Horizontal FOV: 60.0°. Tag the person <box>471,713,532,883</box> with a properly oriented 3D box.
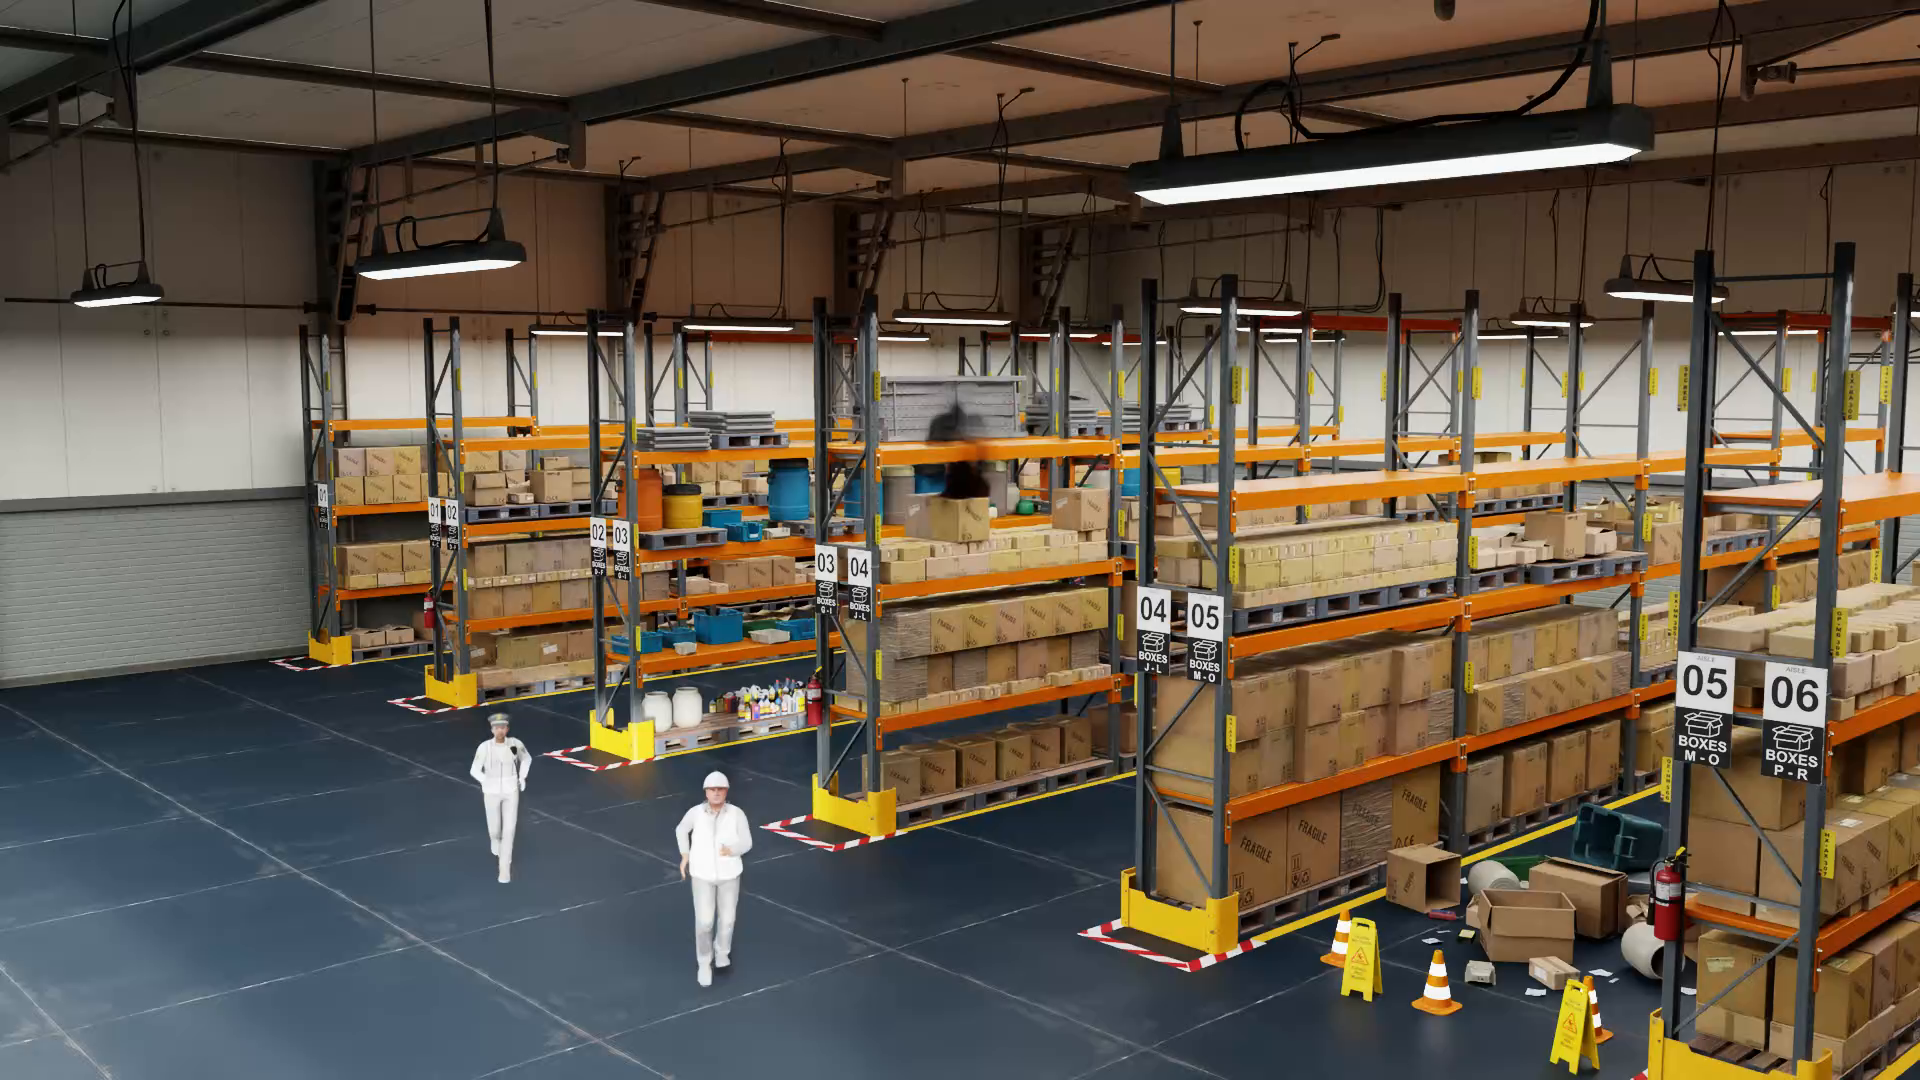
[{"bbox_3d":[-4.707,2.602,17.112,0.616,1.676,0.870,-2,6,-17],"label":"person"}]

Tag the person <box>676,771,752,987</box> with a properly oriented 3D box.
[{"bbox_3d":[-2.077,2.867,14.125,0.624,1.811,0.730,-1,6,-13],"label":"person"}]
